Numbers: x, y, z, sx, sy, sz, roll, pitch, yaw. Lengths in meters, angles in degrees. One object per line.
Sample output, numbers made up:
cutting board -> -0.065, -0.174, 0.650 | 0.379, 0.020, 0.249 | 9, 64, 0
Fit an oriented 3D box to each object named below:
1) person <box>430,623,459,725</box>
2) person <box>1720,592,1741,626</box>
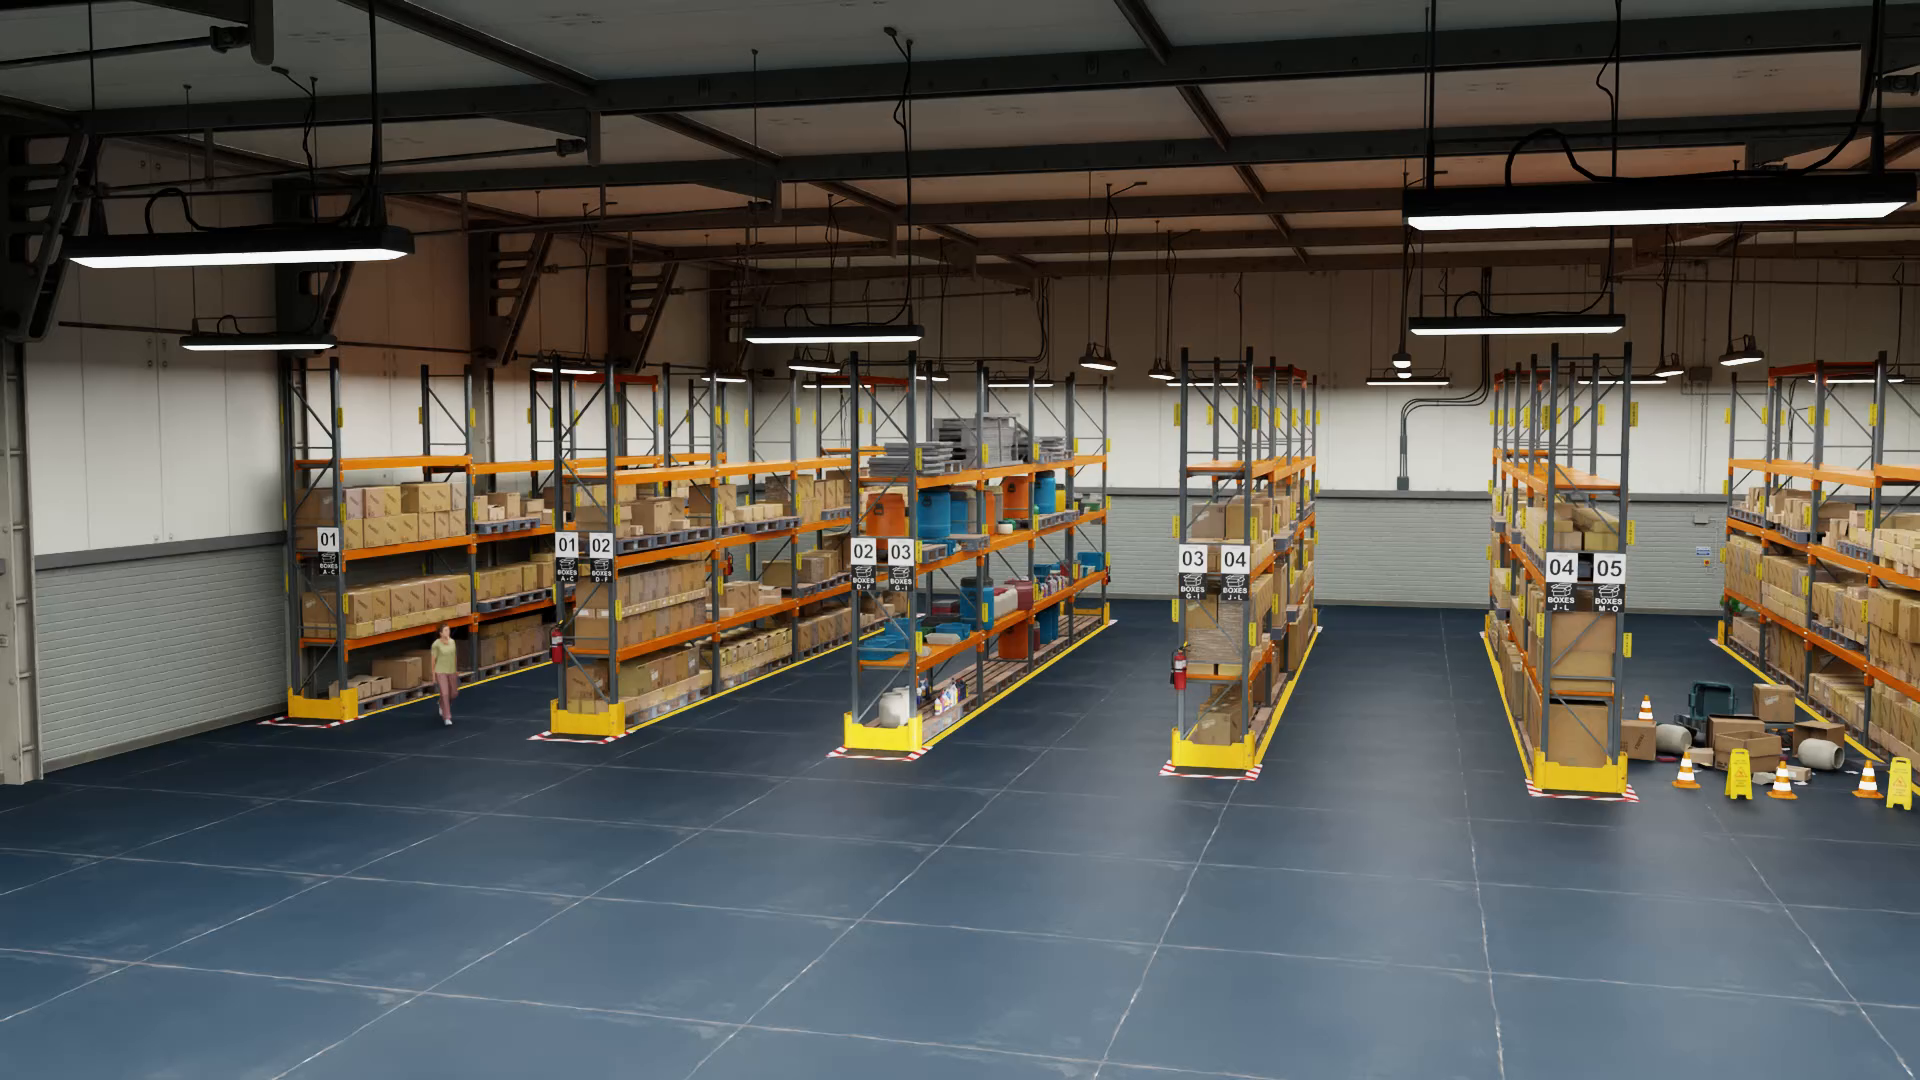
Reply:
person -> -8.436, 2.169, 27.180 | 0.454, 1.645, 0.708 | -3, 5, -37
person -> 18.464, 1.172, 39.731 | 0.461, 1.788, 0.588 | -1, 4, -8
